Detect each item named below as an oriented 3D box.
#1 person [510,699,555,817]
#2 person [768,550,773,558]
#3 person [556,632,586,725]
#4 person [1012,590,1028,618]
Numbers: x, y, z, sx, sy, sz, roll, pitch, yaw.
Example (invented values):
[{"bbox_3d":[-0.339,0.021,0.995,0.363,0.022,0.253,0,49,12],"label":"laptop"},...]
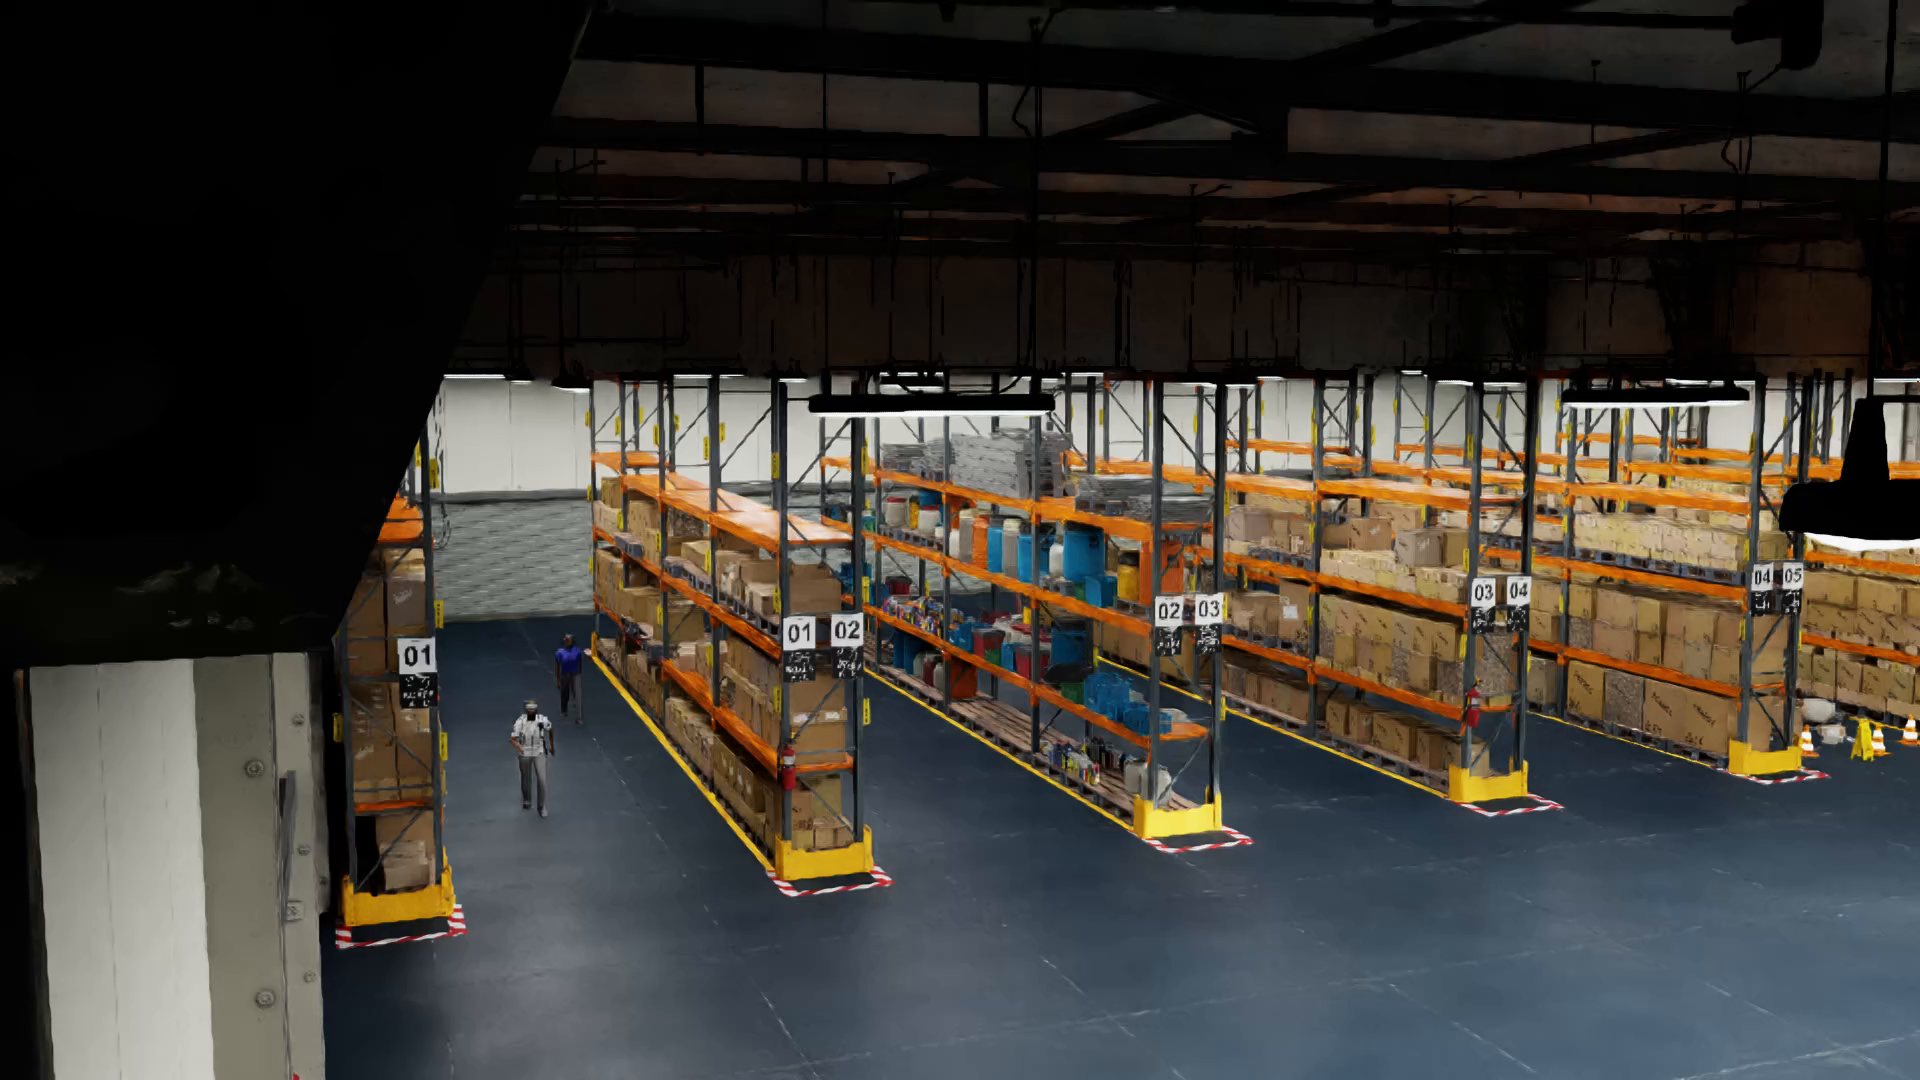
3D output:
[{"bbox_3d":[-5.931,2.962,23.029,0.580,1.620,0.831,-2,7,-15],"label":"person"},{"bbox_3d":[-4.367,1.001,39.742,0.631,1.776,0.496,4,7,31],"label":"person"},{"bbox_3d":[-6.707,2.358,28.542,0.447,1.560,1.088,-2,7,-18],"label":"person"},{"bbox_3d":[1.536,1.039,40.092,0.506,1.668,0.571,4,8,34],"label":"person"}]
